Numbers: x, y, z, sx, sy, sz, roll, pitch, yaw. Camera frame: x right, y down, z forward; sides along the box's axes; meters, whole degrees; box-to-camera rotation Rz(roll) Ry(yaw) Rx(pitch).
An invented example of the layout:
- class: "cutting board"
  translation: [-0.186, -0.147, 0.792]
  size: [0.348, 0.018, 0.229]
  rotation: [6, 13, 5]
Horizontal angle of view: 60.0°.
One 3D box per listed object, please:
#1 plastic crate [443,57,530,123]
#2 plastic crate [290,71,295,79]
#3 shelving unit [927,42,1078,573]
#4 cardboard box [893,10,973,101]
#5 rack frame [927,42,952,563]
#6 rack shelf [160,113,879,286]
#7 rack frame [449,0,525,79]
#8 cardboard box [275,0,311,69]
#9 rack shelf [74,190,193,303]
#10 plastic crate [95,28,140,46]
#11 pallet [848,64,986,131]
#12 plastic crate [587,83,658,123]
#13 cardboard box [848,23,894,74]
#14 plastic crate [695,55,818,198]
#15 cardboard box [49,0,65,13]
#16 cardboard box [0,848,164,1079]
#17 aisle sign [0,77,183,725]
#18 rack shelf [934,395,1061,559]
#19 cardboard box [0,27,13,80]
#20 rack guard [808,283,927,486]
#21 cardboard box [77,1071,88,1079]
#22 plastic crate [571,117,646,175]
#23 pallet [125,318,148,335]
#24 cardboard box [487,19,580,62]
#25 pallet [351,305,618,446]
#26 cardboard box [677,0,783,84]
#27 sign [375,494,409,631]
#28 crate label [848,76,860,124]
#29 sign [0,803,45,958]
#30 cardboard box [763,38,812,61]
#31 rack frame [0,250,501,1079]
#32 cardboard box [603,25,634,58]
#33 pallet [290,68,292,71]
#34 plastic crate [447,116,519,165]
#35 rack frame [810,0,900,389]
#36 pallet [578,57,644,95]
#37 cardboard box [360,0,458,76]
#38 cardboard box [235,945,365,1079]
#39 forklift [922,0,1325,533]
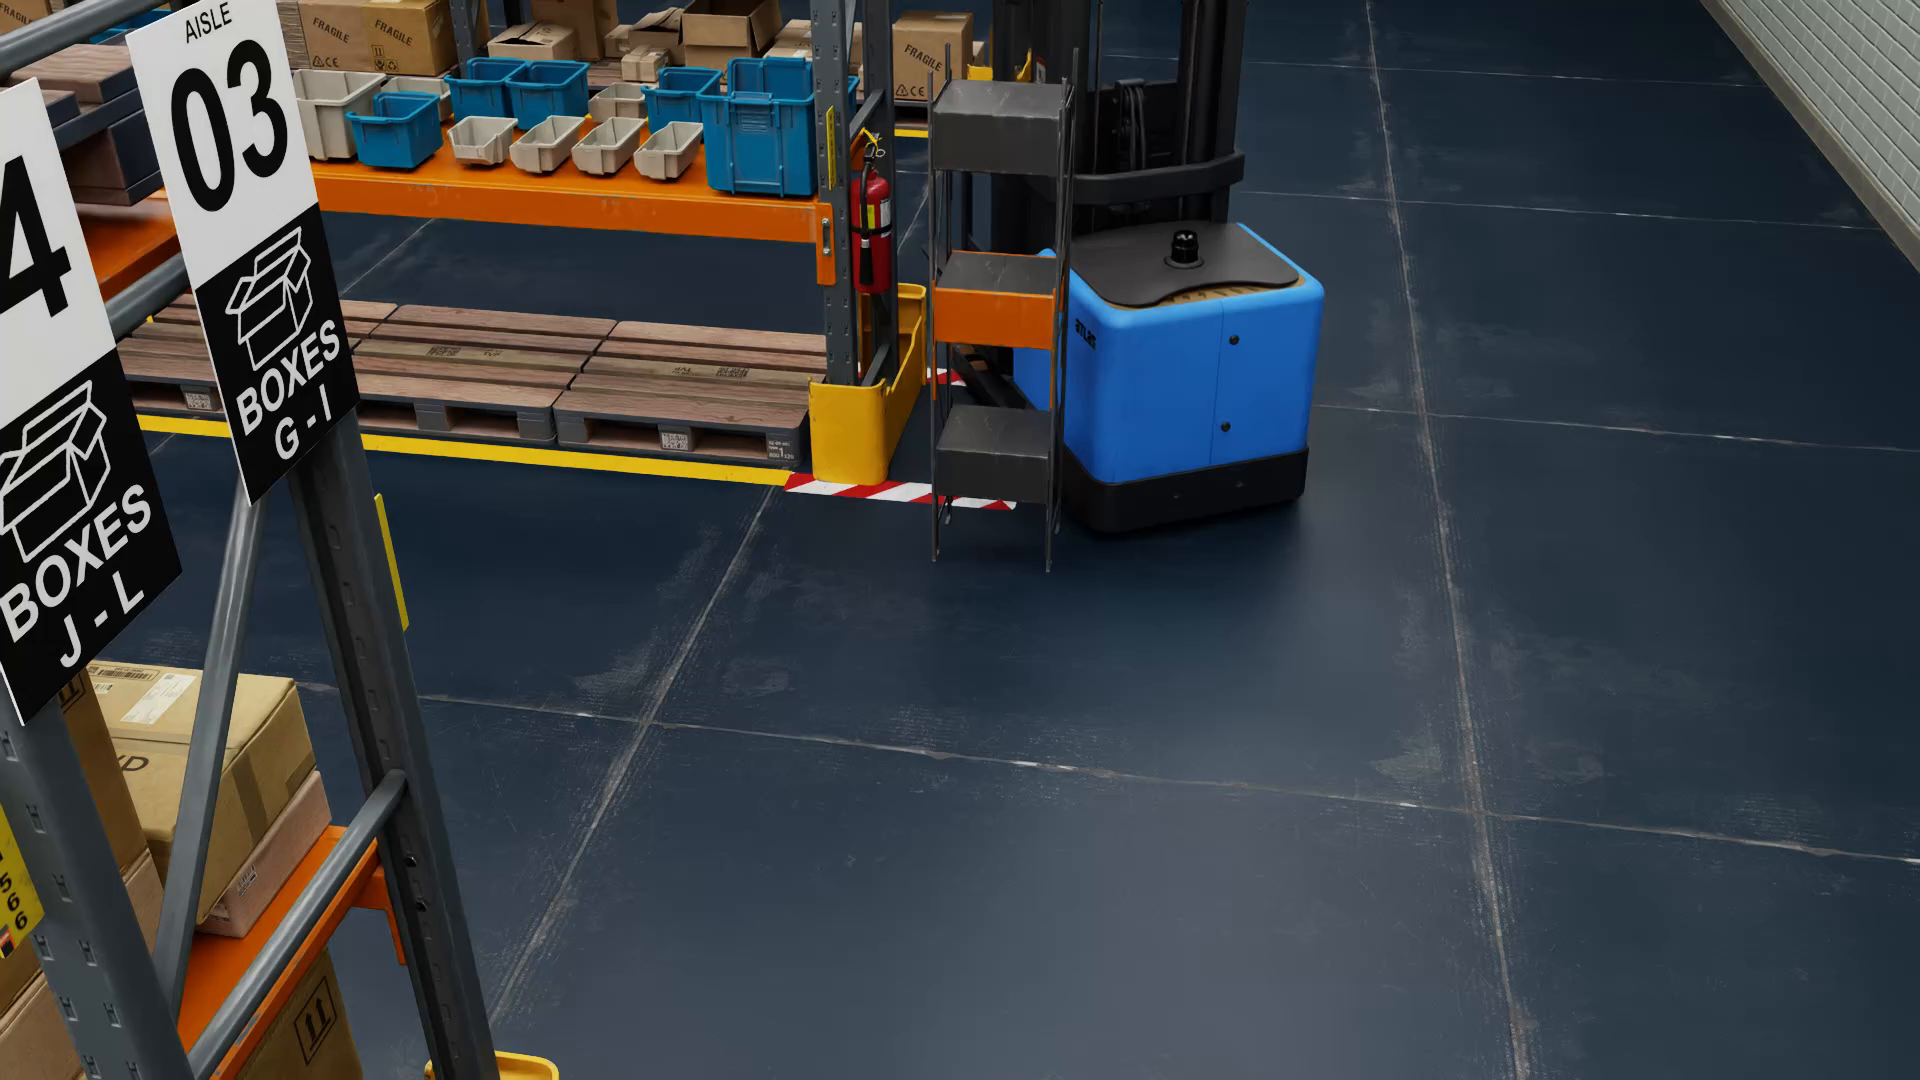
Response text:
- class: "plastic crate"
  translation: [-2.234, -2.125, 7.918]
  size: [0.300, 0.233, 0.416]
  rotation: [5, 32, 8]
- class: "plastic crate"
  translation: [-3.247, -2.138, 8.041]
  size: [0.590, 0.125, 0.437]
  rotation: [5, 32, 8]
- class: "shelving unit"
  translation: [0.163, -0.875, 6.669]
  size: [0.503, 2.100, 0.431]
  rotation: [5, 32, 8]
- class: "cardboard box"
  translation: [-0.193, -3.469, 11.906]
  size: [0.500, 0.500, 0.500]
  rotation: [5, 32, 8]
- class: "rack frame"
  translation: [-0.077, -0.897, 6.704]
  size: [0.015, 2.100, 0.400]
  rotation: [5, 32, 8]
- class: "rack shelf"
  translation: [-2.424, -1.705, 7.825]
  size: [4.000, 0.370, 1.077]
  rotation: [5, 32, 8]
- class: "rack frame"
  translation: [-3.558, -4.779, 12.058]
  size: [0.127, 3.000, 1.000]
  rotation: [5, 32, 8]
- class: "cardboard box"
  translation: [-5.073, -3.894, 12.585]
  size: [0.500, 0.500, 0.500]
  rotation: [6, 32, 9]
- class: "rack shelf"
  translation: [-3.257, -0.386, 2.891]
  size: [4.000, 0.370, 1.077]
  rotation: [5, 32, 8]
- class: "plastic crate"
  translation: [-3.557, -2.030, 7.550]
  size: [0.583, 0.464, 0.402]
  rotation: [5, 32, 8]
- class: "pallet"
  translation: [-0.476, -3.317, 12.351]
  size: [1.213, 0.211, 1.003]
  rotation: [5, 32, 8]
- class: "plastic crate"
  translation: [-1.611, -2.072, 7.925]
  size: [0.298, 0.136, 0.250]
  rotation: [5, 32, 8]
- class: "cardboard box"
  translation: [-0.597, -3.684, 12.486]
  size: [0.500, 0.250, 0.500]
  rotation: [5, 32, 8]
- class: "plastic crate"
  translation: [-0.814, -1.804, 7.215]
  size: [0.499, 0.435, 0.616]
  rotation: [5, 32, 8]
- class: "cardboard box"
  translation: [-6.584, -4.029, 12.801]
  size: [0.500, 0.500, 0.500]
  rotation: [4, 32, 6]
- class: "cardboard box"
  translation: [-1.808, 0.792, 3.019]
  size: [0.500, 0.250, 0.500]
  rotation: [5, 32, 7]
- class: "aisle sign"
  translation: [-1.265, -0.180, 2.260]
  size: [0.004, 0.787, 0.394]
  rotation: [5, 32, 8]
- class: "rack shelf"
  translation: [0.163, -0.270, 7.048]
  size: [0.480, 0.518, 0.431]
  rotation: [5, 32, 8]
- class: "cardboard box"
  translation: [-1.807, -0.794, 2.280]
  size: [0.500, 0.500, 0.700]
  rotation: [3, 32, 5]
- class: "rack guard"
  translation: [-0.427, -0.777, 8.020]
  size: [0.348, 0.500, 1.175]
  rotation: [5, 32, 8]
- class: "cardboard box"
  translation: [-1.692, 1.006, 3.053]
  size: [0.250, 0.149, 0.380]
  rotation: [6, 33, 9]
- class: "plastic crate"
  translation: [-1.570, -1.757, 7.422]
  size: [0.243, 0.136, 0.396]
  rotation: [5, 32, 8]
- class: "pallet"
  translation: [-5.149, -1.097, 8.804]
  size: [1.213, 0.211, 1.003]
  rotation: [5, 32, 8]
- class: "cardboard box"
  translation: [-3.181, -3.675, 12.414]
  size: [0.500, 0.311, 0.500]
  rotation: [5, 32, 8]
- class: "pallet"
  translation: [-2.458, -0.854, 8.415]
  size: [1.213, 0.211, 1.003]
  rotation: [5, 32, 8]
- class: "cardboard box"
  translation: [-1.706, -3.742, 12.340]
  size: [0.637, 0.503, 0.797]
  rotation: [5, 32, 8]
- class: "sign"
  translation: [-1.186, 0.069, 3.423]
  size: [0.005, 0.325, 0.100]
  rotation: [5, 32, 8]
- class: "crate label"
  translation: [-0.640, -1.980, 7.688]
  size: [0.303, 0.233, 0.416]
  rotation: [5, 32, 8]
- class: "sign"
  translation: [-1.391, 0.450, 2.389]
  size: [0.005, 0.325, 0.100]
  rotation: [5, 32, 8]
- class: "cardboard box"
  translation: [-1.124, -3.463, 12.132]
  size: [0.500, 0.250, 0.500]
  rotation: [5, 32, 8]
- class: "rack frame"
  translation: [-1.286, 0.759, 3.211]
  size: [0.127, 3.000, 1.000]
  rotation: [5, 32, 8]
- class: "cardboard box"
  translation: [-2.569, -3.852, 12.850]
  size: [0.250, 0.149, 0.380]
  rotation: [5, 32, 8]
- class: "pallet"
  translation: [-5.573, -3.757, 13.054]
  size: [1.213, 0.211, 1.003]
  rotation: [5, 32, 8]
- class: "plastic crate"
  translation: [-2.144, -1.786, 7.468]
  size: [0.250, 0.136, 0.298]
  rotation: [5, 32, 8]
- class: "rack frame"
  translation: [-0.452, -1.832, 7.349]
  size: [0.127, 3.000, 1.000]
  rotation: [5, 32, 8]
- class: "pallet"
  translation: [-2.882, -3.535, 12.699]
  size: [1.213, 0.211, 1.003]
  rotation: [5, 32, 8]
- class: "cardboard box"
  translation: [-4.093, -3.800, 12.435]
  size: [0.500, 0.500, 0.500]
  rotation: [5, 32, 8]
- class: "cardboard box"
  translation: [-1.930, 1.466, 3.687]
  size: [0.875, 0.875, 0.875]
  rotation: [5, 32, 8]
- class: "forklift"
  translation: [0.588, -2.047, 7.759]
  size: [1.130, 2.935, 3.031]
  rotation: [-10, 33, -16]
